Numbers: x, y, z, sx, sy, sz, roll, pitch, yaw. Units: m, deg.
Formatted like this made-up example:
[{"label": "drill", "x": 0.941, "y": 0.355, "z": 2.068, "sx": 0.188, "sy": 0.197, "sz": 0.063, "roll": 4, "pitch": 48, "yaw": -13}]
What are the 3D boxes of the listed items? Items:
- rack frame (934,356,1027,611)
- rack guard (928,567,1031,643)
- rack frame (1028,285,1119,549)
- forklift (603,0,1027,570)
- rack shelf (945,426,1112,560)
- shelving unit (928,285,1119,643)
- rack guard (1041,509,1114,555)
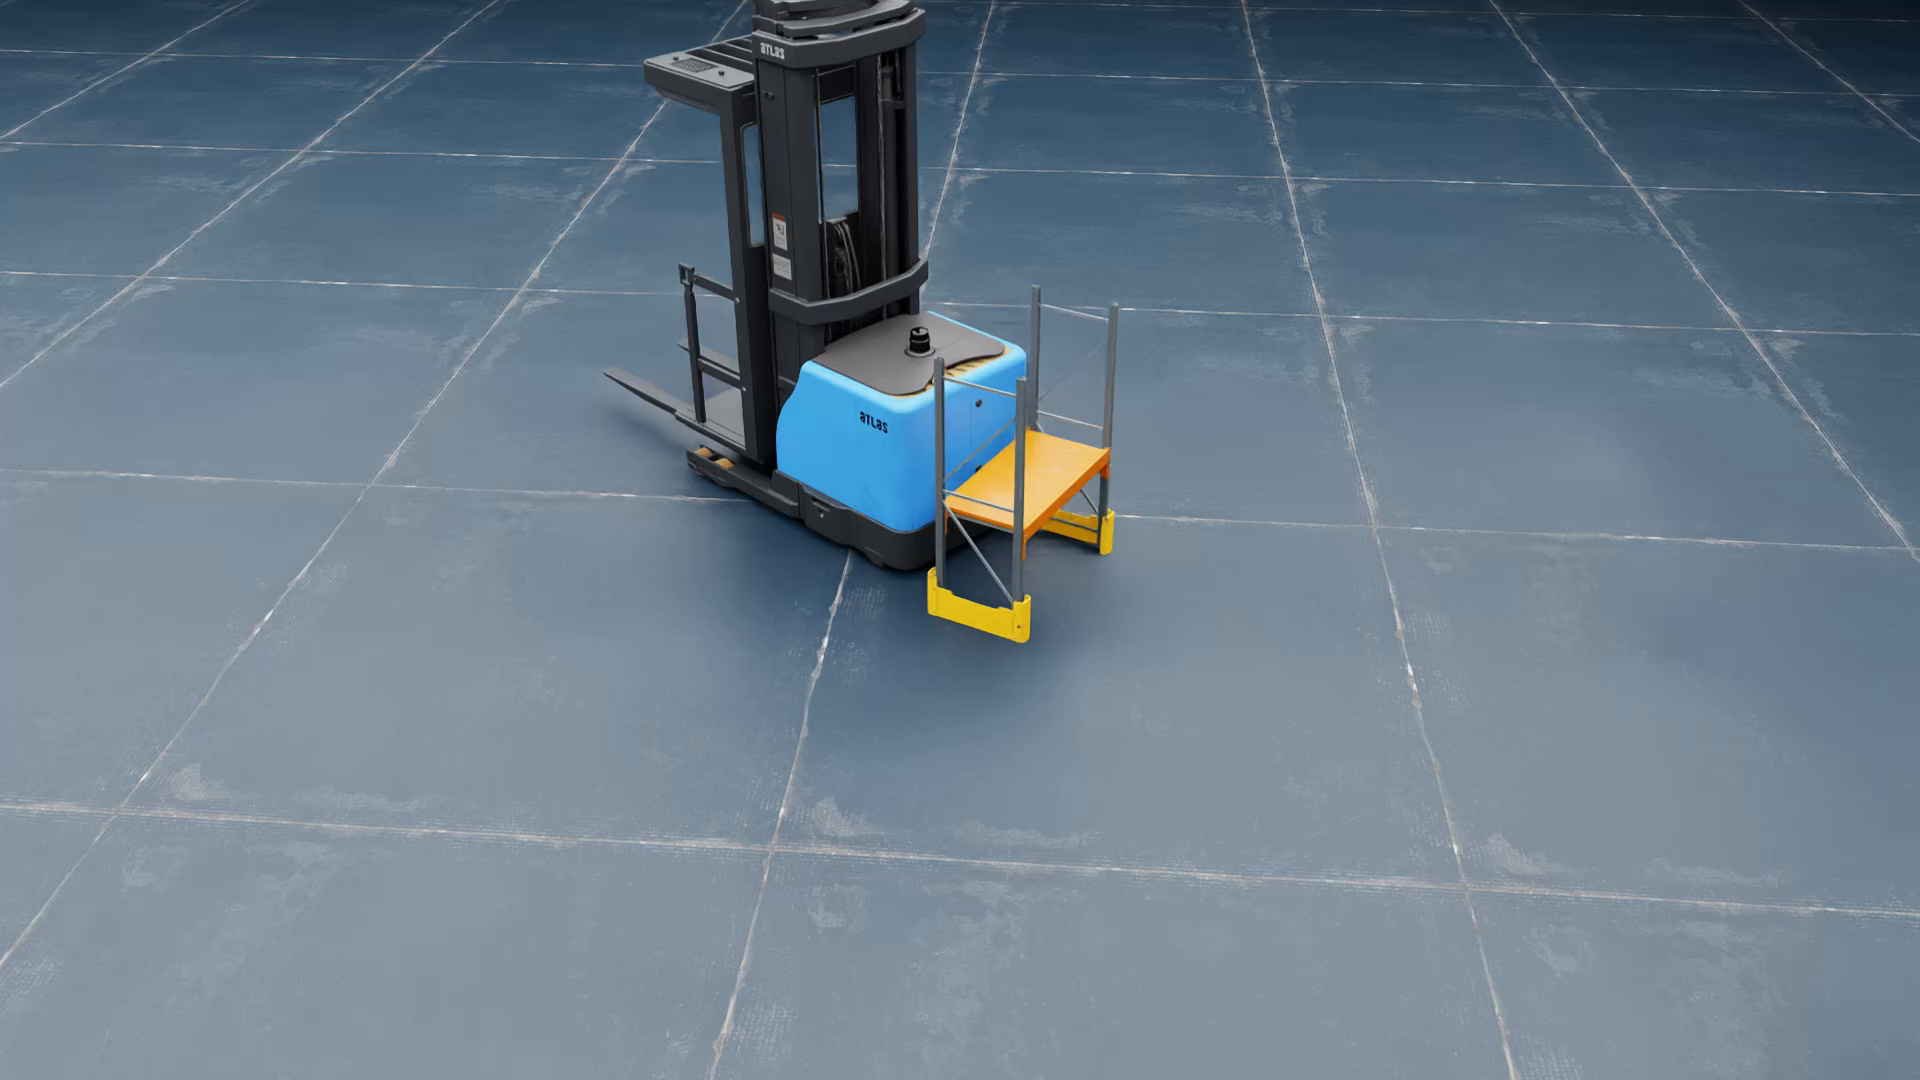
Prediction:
[{"label": "rack frame", "x": 0.097, "y": -0.191, "z": 8.410, "sx": 0.500, "sy": 1.500, "sz": 0.032, "roll": 17, "pitch": 35, "yaw": 25}, {"label": "rack guard", "x": 0.097, "y": 0.341, "z": 8.739, "sx": 0.587, "sy": 0.250, "sz": 0.087, "roll": 17, "pitch": 35, "yaw": 25}, {"label": "rack frame", "x": 0.606, "y": -0.653, "z": 9.160, "sx": 0.500, "sy": 1.500, "sz": 0.032, "roll": 17, "pitch": 35, "yaw": 25}, {"label": "forklift", "x": -1.024, "y": -1.747, "z": 9.571, "sx": 3.031, "sy": 2.935, "sz": 1.130, "roll": 27, "pitch": 41, "yaw": 36}, {"label": "rack shelf", "x": 0.351, "y": -0.269, "z": 8.879, "sx": 0.538, "sy": 0.185, "sz": 1.000, "roll": 17, "pitch": 35, "yaw": 25}, {"label": "shelving unit", "x": 0.347, "y": -0.418, "z": 8.778, "sx": 0.587, "sy": 1.500, "sz": 1.083, "roll": 17, "pitch": 35, "yaw": 25}, {"label": "rack guard", "x": 0.596, "y": -0.112, "z": 9.473, "sx": 0.587, "sy": 0.250, "sz": 0.087, "roll": 17, "pitch": 35, "yaw": 25}]
